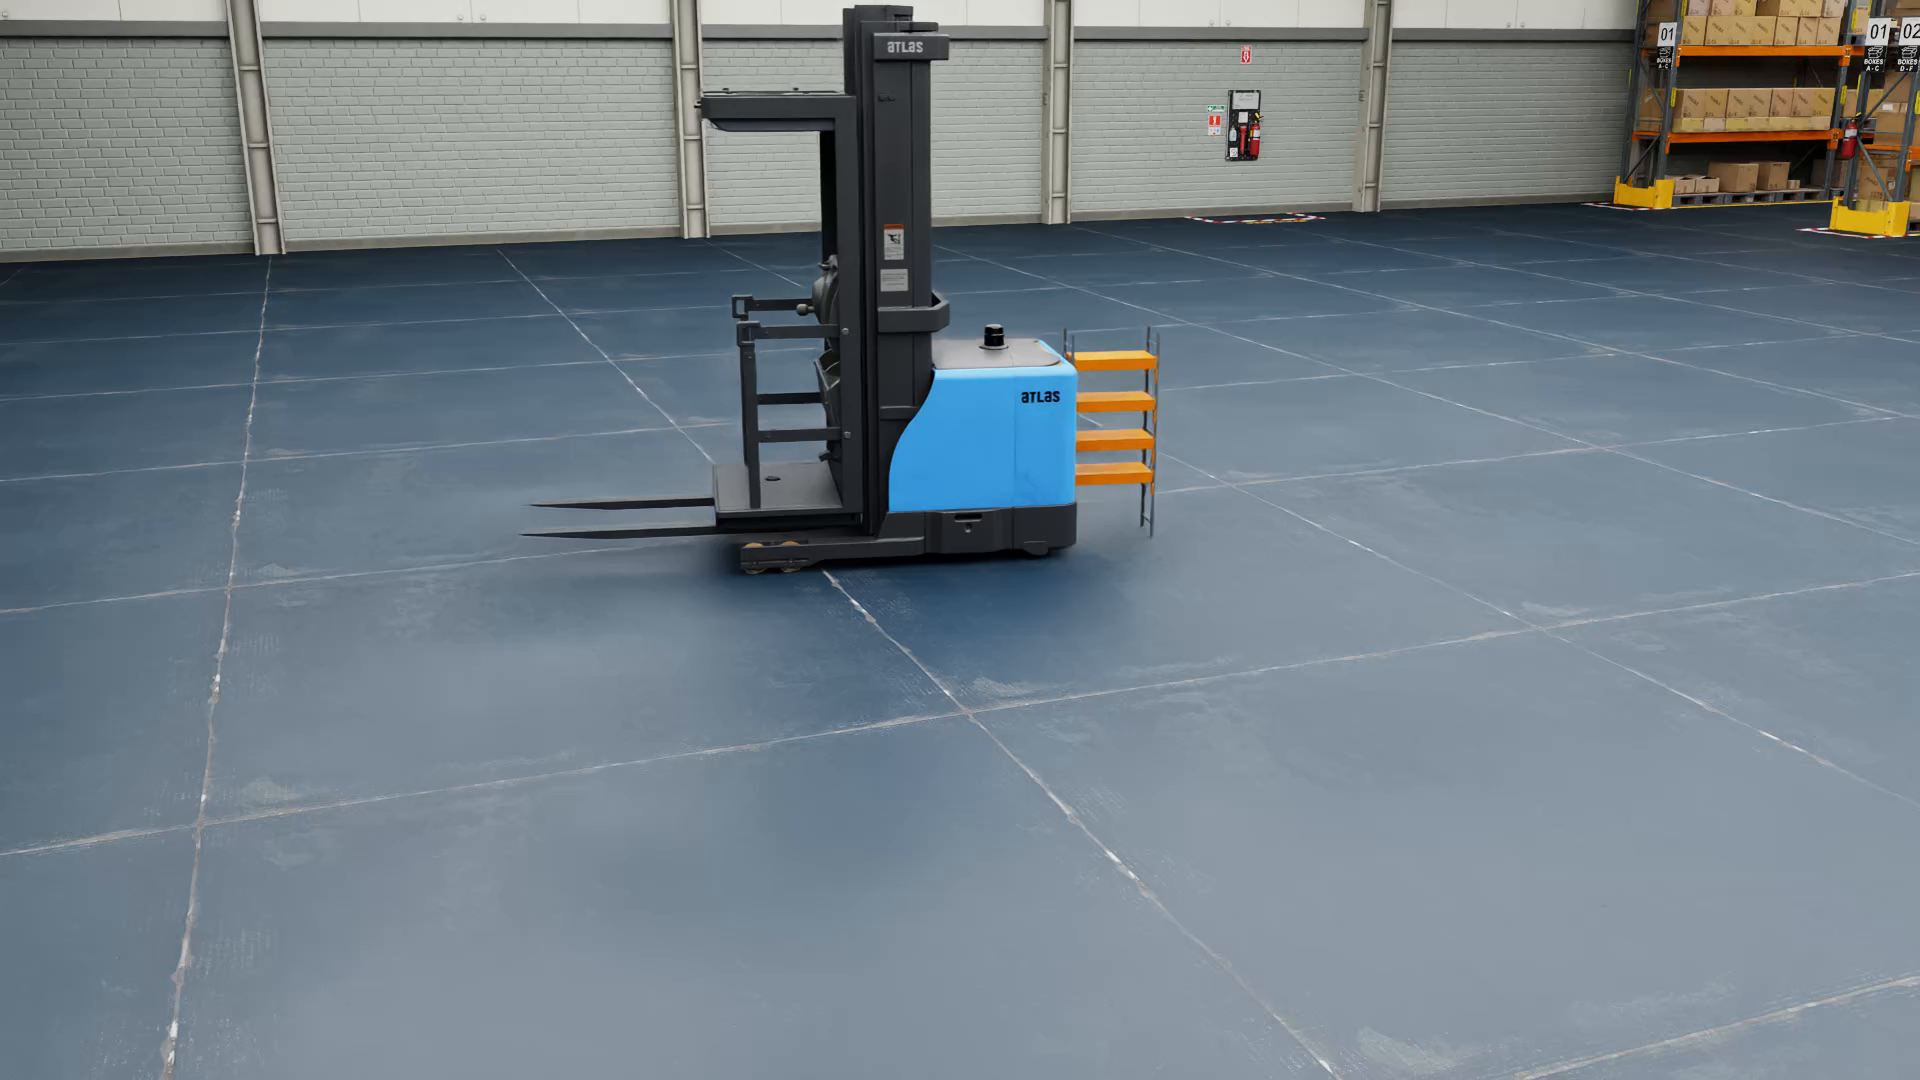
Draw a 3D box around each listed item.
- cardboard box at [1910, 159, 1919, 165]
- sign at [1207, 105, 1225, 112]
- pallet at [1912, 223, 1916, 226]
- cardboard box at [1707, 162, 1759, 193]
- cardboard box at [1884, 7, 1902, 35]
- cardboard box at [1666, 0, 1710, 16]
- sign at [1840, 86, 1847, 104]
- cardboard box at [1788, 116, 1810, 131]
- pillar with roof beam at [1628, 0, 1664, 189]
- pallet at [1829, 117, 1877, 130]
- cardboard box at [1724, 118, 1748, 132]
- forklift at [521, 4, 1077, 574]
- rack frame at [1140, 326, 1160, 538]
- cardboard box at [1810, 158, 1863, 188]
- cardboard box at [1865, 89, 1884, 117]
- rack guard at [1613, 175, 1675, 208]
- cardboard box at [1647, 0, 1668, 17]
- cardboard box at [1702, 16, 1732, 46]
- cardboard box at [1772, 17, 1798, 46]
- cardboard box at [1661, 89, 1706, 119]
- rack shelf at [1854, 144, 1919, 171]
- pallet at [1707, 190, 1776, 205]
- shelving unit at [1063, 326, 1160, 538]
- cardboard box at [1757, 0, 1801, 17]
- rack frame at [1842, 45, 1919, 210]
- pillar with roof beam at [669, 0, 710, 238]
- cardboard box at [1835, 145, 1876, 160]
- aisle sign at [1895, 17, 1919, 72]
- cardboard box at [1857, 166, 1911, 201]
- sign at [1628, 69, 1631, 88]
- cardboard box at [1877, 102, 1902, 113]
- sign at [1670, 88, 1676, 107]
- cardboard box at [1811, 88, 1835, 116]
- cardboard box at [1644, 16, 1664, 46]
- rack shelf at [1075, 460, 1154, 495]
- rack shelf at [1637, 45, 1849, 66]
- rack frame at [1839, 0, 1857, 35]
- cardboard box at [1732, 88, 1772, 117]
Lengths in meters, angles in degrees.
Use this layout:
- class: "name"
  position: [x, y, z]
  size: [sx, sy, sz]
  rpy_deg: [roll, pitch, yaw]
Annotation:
- class: "cardboard box"
  position: [18.274, -7.222, 32.522]
  size: [0.500, 0.500, 0.700]
  rpy_deg: [-6, 17, -20]
- class: "sign"
  position: [4.308, -7.264, 28.006]
  size: [0.331, 0.109, 0.001]
  rpy_deg: [-6, 17, -20]
- class: "pallet"
  position: [16.046, -5.138, 26.719]
  size: [1.213, 0.211, 1.003]
  rpy_deg: [-6, 17, -20]
- class: "cardboard box"
  position: [14.347, -6.745, 30.898]
  size: [0.500, 0.500, 0.700]
  rpy_deg: [-7, 18, -24]
- class: "cardboard box"
  position: [17.860, -9.819, 31.465]
  size: [0.500, 0.500, 0.500]
  rpy_deg: [-7, 18, -22]
- class: "cardboard box"
  position: [12.880, -9.520, 29.382]
  size: [0.500, 0.500, 0.500]
  rpy_deg: [-8, 18, -24]
- class: "sign"
  position: [16.370, -8.245, 30.816]
  size: [0.005, 0.325, 0.100]
  rpy_deg: [-6, 17, -20]
- class: "cardboard box"
  position: [15.367, -7.734, 30.842]
  size: [0.500, 0.250, 0.500]
  rpy_deg: [-6, 17, -20]
- class: "pillar with roof beam"
  position: [14.318, -9.613, 26.361]
  size: [0.400, 9.000, 9.100]
  rpy_deg: [-6, 17, -20]
- class: "pallet"
  position: [16.935, -7.919, 31.581]
  size: [1.213, 0.211, 1.003]
  rpy_deg: [-6, 17, -20]
- class: "cardboard box"
  position: [13.961, -7.578, 30.310]
  size: [0.500, 0.250, 0.500]
  rpy_deg: [-6, 18, -21]
- class: "forklift"
  position: [-0.911, -1.383, 9.105]
  size: [3.031, 2.935, 1.130]
  rpy_deg: [-3, 17, -9]
- class: "rack frame"
  position: [1.094, -0.618, 9.574]
  size: [0.015, 1.200, 0.240]
  rpy_deg: [-3, 17, -9]
- class: "cardboard box"
  position: [16.850, -7.062, 31.979]
  size: [0.500, 0.500, 0.700]
  rpy_deg: [-6, 17, -18]
- class: "cardboard box"
  position: [17.181, -8.328, 31.675]
  size: [0.500, 0.500, 0.700]
  rpy_deg: [-4, 17, -14]
- class: "rack guard"
  position: [12.505, -6.377, 30.426]
  size: [0.348, 0.500, 1.175]
  rpy_deg: [-6, 17, -20]
- class: "cardboard box"
  position: [12.743, -9.657, 29.850]
  size: [0.500, 0.500, 0.500]
  rpy_deg: [-5, 17, -18]
- class: "cardboard box"
  position: [13.350, -9.078, 29.652]
  size: [0.500, 0.500, 0.500]
  rpy_deg: [-5, 17, -16]
- class: "cardboard box"
  position: [14.805, -9.239, 30.201]
  size: [0.500, 0.500, 0.500]
  rpy_deg: [-7, 18, -22]
- class: "cardboard box"
  position: [12.987, -7.835, 29.855]
  size: [0.500, 0.500, 0.500]
  rpy_deg: [-6, 17, -20]
- class: "rack shelf"
  position: [16.077, -6.122, 26.399]
  size: [4.000, 0.370, 1.077]
  rpy_deg: [-6, 17, -20]
- class: "pallet"
  position: [14.413, -6.433, 31.130]
  size: [1.213, 0.211, 1.003]
  rpy_deg: [-6, 17, -20]
- class: "shelving unit"
  position: [0.853, -0.608, 9.538]
  size: [0.503, 1.200, 0.258]
  rpy_deg: [-3, 17, -9]
- class: "cardboard box"
  position: [14.806, -9.713, 30.040]
  size: [0.500, 0.500, 0.500]
  rpy_deg: [-7, 18, -22]
- class: "rack frame"
  position: [14.210, -6.266, 25.611]
  size: [0.127, 3.000, 1.000]
  rpy_deg: [-6, 17, -20]
- class: "pillar with roof beam"
  position: [-2.490, -7.798, 20.181]
  size: [0.400, 9.000, 9.100]
  rpy_deg: [-6, 17, -20]
- class: "cardboard box"
  position: [17.260, -7.467, 32.028]
  size: [0.500, 0.250, 0.500]
  rpy_deg: [-7, 18, -21]
- class: "aisle sign"
  position: [14.258, -7.426, 24.948]
  size: [0.004, 0.787, 0.394]
  rpy_deg: [-6, 17, -20]
- class: "cardboard box"
  position: [14.604, -5.640, 26.284]
  size: [0.500, 0.500, 0.500]
  rpy_deg: [-6, 17, -20]
- class: "sign"
  position: [12.254, -8.424, 30.345]
  size: [0.005, 0.325, 0.100]
  rpy_deg: [-6, 17, -20]
- class: "cardboard box"
  position: [14.498, -6.714, 25.808]
  size: [0.250, 0.149, 0.380]
  rpy_deg: [-6, 18, -21]
- class: "sign"
  position: [12.628, -7.841, 29.440]
  size: [0.005, 0.325, 0.100]
  rpy_deg: [-6, 17, -20]
- class: "cardboard box"
  position: [15.838, -8.140, 30.895]
  size: [0.500, 0.500, 0.500]
  rpy_deg: [-6, 17, -20]
- class: "cardboard box"
  position: [12.733, -9.174, 29.979]
  size: [0.500, 0.500, 0.500]
  rpy_deg: [-5, 17, -16]
- class: "rack shelf"
  position: [0.853, -0.353, 9.613]
  size: [0.480, 0.148, 0.258]
  rpy_deg: [-3, 17, -9]
- class: "rack shelf"
  position: [14.301, -8.864, 30.414]
  size: [4.000, 0.370, 1.077]
  rpy_deg: [-6, 17, -20]
- class: "rack frame"
  position: [16.169, -10.850, 30.576]
  size: [0.127, 3.000, 1.000]
  rpy_deg: [-6, 17, -20]
- class: "cardboard box"
  position: [14.415, -7.988, 30.376]
  size: [0.500, 0.500, 0.500]
  rpy_deg: [-6, 17, -18]
